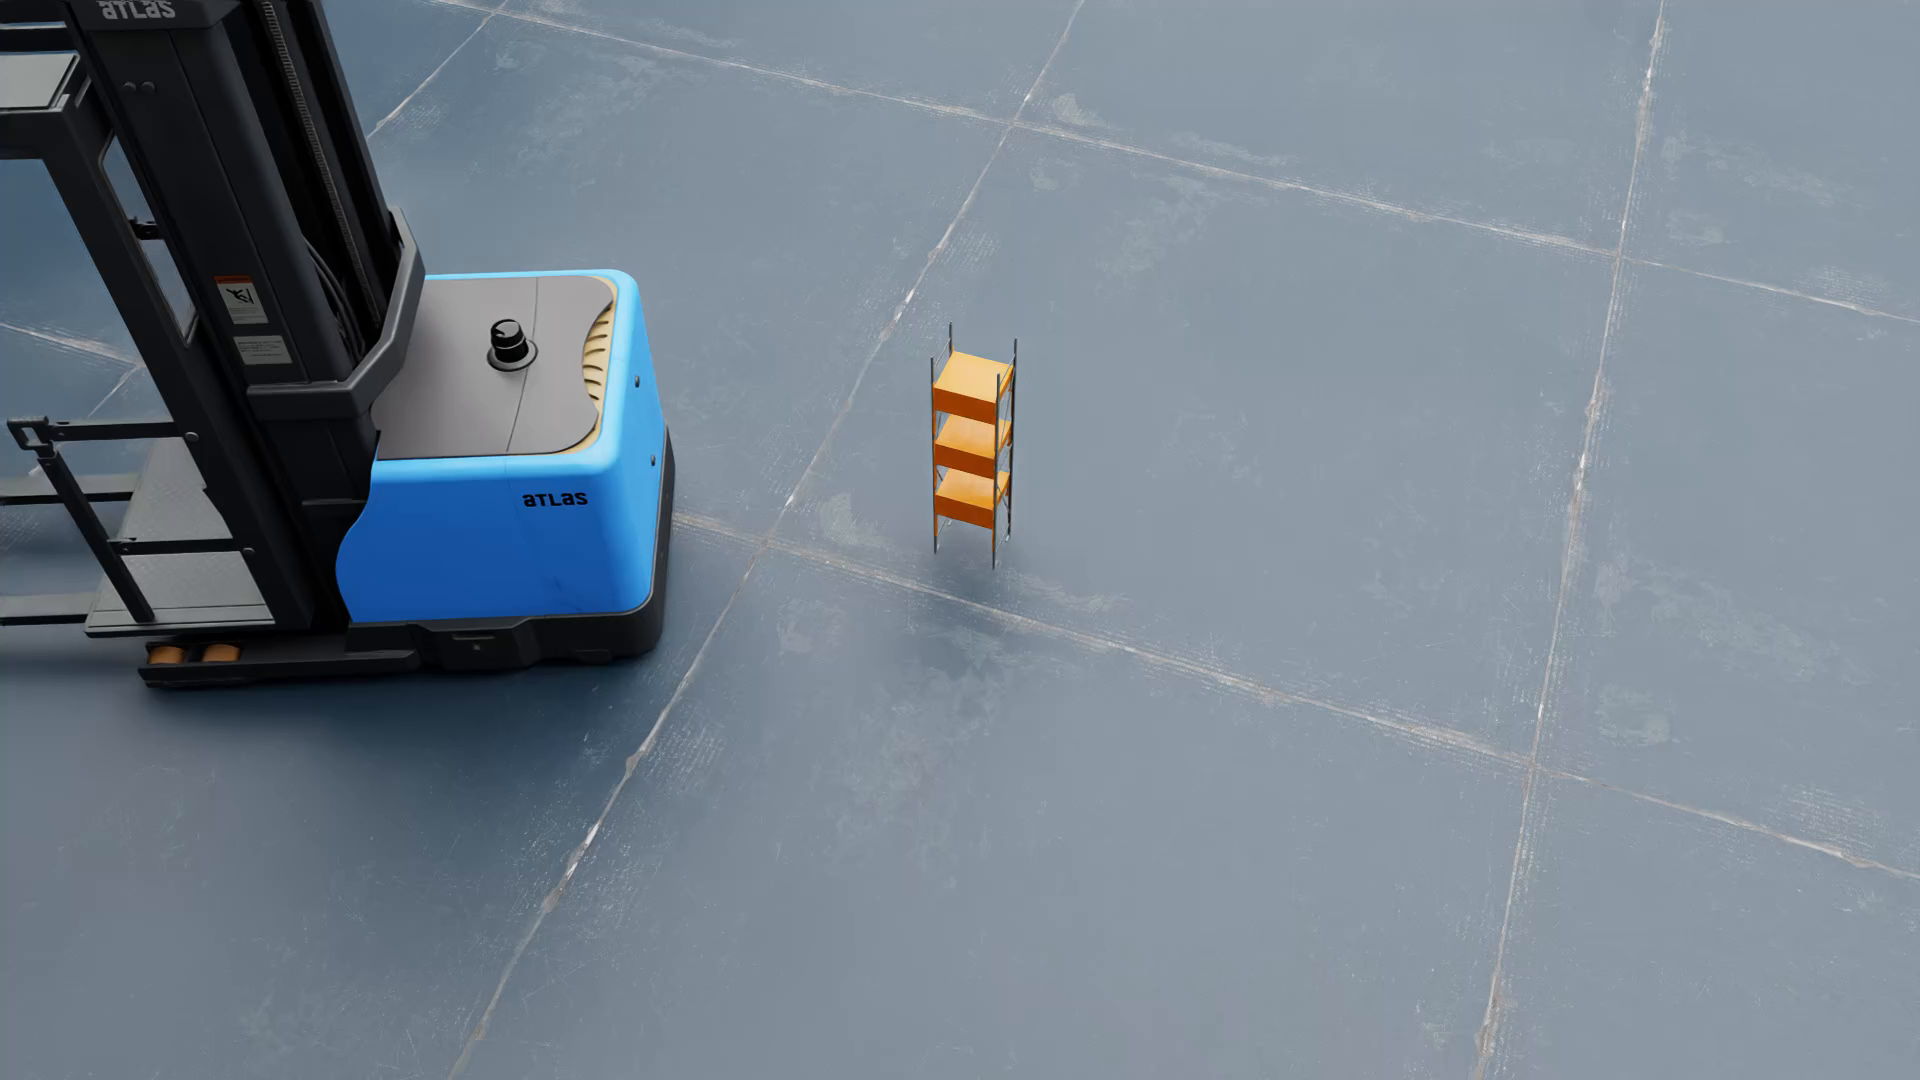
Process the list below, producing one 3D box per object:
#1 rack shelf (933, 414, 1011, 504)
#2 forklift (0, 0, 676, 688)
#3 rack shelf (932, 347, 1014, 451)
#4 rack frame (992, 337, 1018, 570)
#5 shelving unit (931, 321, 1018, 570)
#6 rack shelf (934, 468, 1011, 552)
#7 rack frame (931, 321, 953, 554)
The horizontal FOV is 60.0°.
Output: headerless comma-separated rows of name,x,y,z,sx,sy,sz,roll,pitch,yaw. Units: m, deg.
rack shelf,0.050,-0.323,6.216,0.240,0.259,0.215,16,51,13
forklift,-2.650,-0.828,5.395,3.031,2.935,1.130,-2,49,-2
rack shelf,0.050,-0.509,6.001,0.240,0.259,0.215,16,51,13
rack frame,0.165,-0.298,6.180,0.008,1.050,0.200,16,51,13
shelving unit,0.050,-0.330,6.208,0.252,1.050,0.215,16,51,13
rack shelf,0.050,-0.141,6.426,0.240,0.259,0.215,16,51,13
rack frame,-0.064,-0.362,6.235,0.008,1.050,0.200,16,51,13
